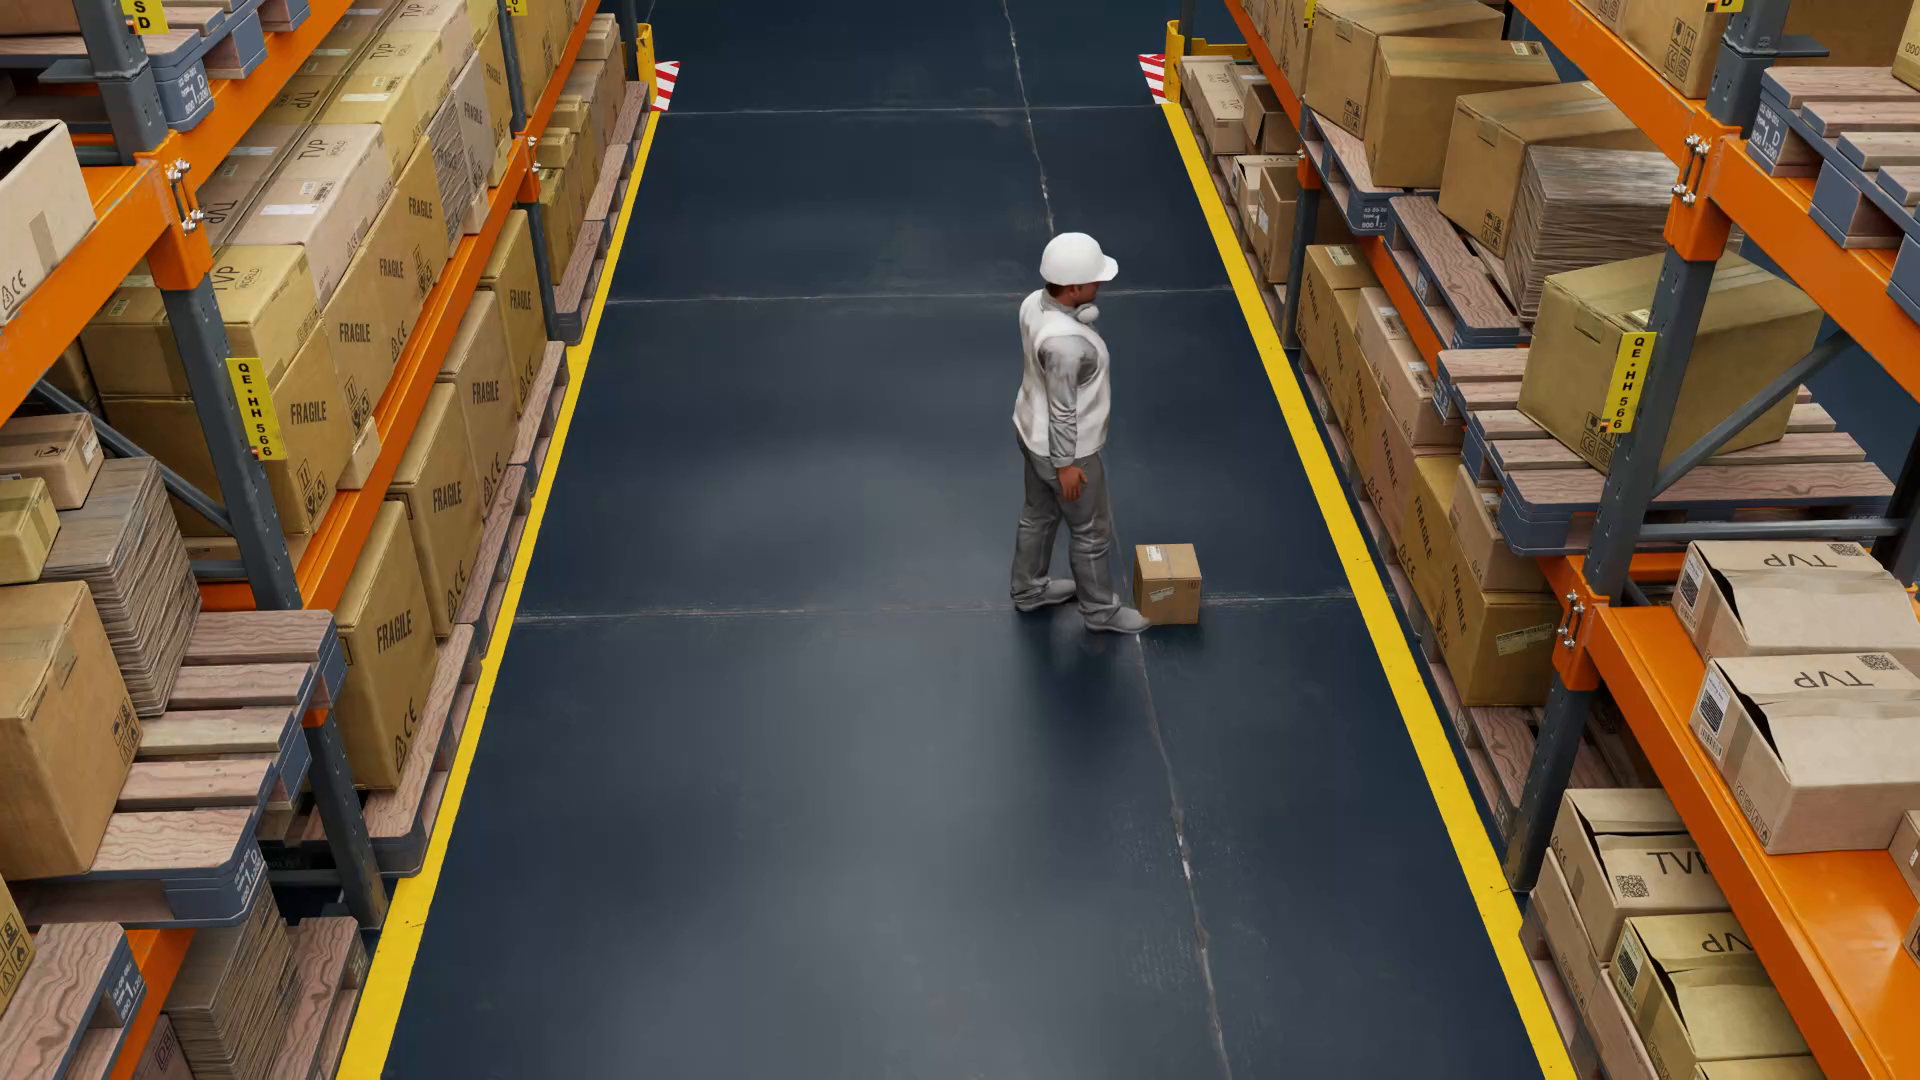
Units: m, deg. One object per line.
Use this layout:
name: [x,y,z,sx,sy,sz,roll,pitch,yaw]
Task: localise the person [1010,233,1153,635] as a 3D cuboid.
person: [0.502,-0.438,6.744,0.572,1.783,0.573,-8,36,-11]
